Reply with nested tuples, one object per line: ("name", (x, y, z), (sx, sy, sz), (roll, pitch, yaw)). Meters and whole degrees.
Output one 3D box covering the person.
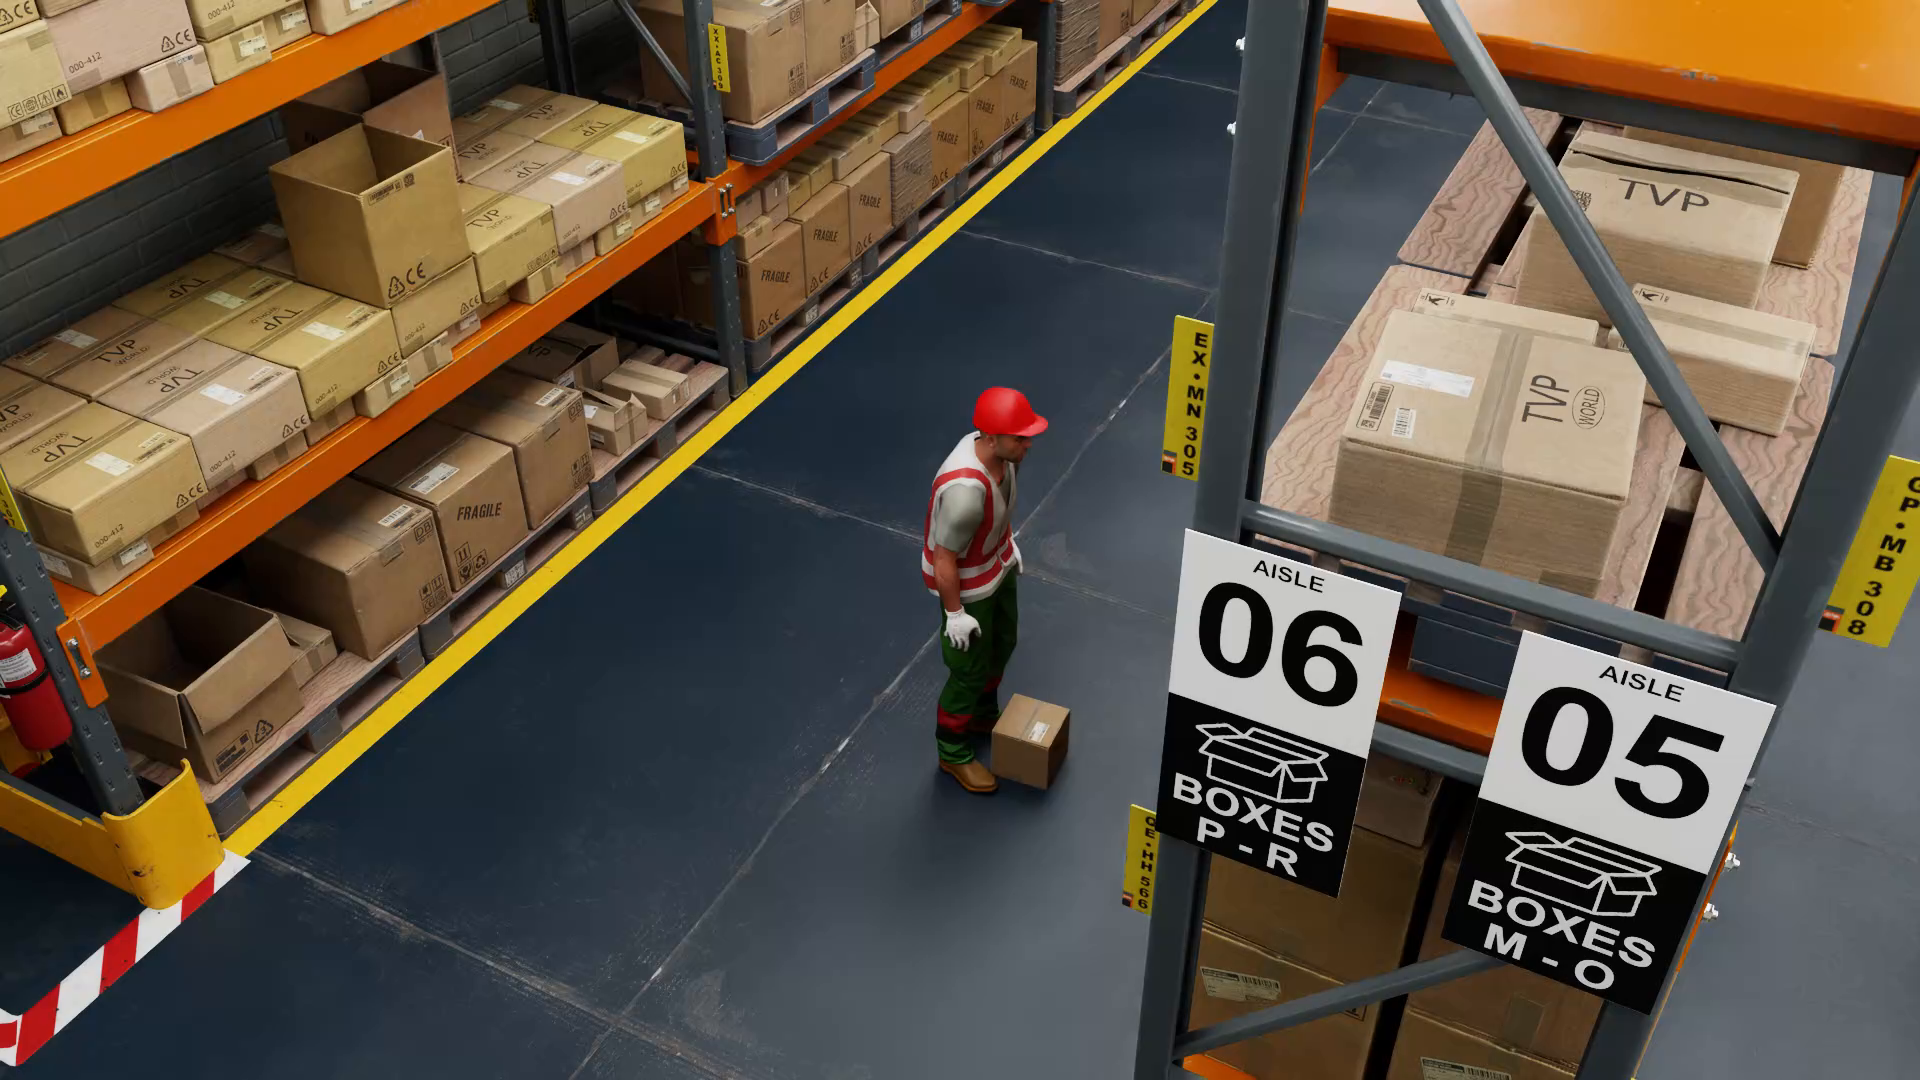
("person", (0.102, 0.163, 6.525), (0.448, 1.780, 0.623), (16, 40, 20))
